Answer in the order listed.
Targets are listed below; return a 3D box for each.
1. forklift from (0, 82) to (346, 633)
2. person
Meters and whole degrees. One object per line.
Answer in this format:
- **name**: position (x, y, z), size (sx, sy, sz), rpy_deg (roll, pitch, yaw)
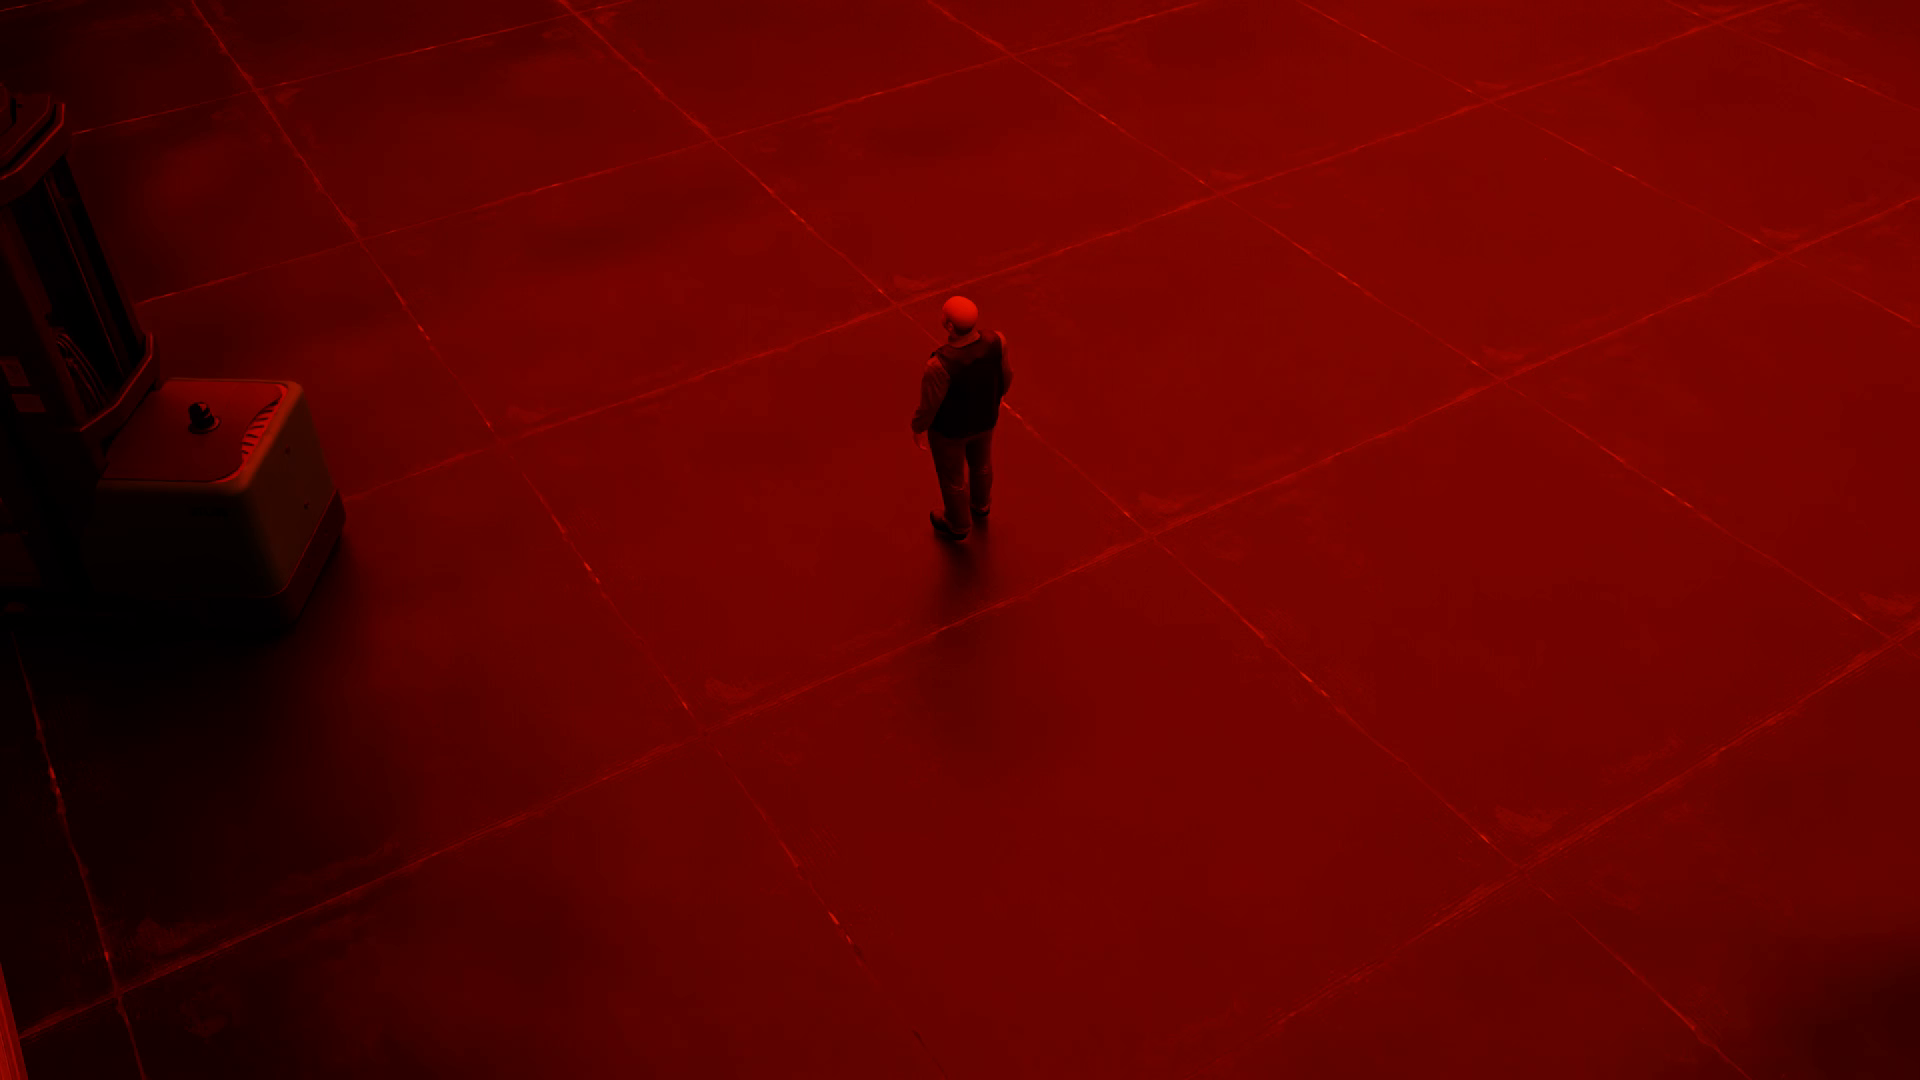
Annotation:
- **forklift**: position (-5.271, -0.935, 8.941), size (3.031, 2.935, 1.130), rpy_deg (2, 41, 2)
- **person**: position (-0.026, -0.721, 9.543), size (0.632, 1.720, 0.568), rpy_deg (-23, 46, -24)
